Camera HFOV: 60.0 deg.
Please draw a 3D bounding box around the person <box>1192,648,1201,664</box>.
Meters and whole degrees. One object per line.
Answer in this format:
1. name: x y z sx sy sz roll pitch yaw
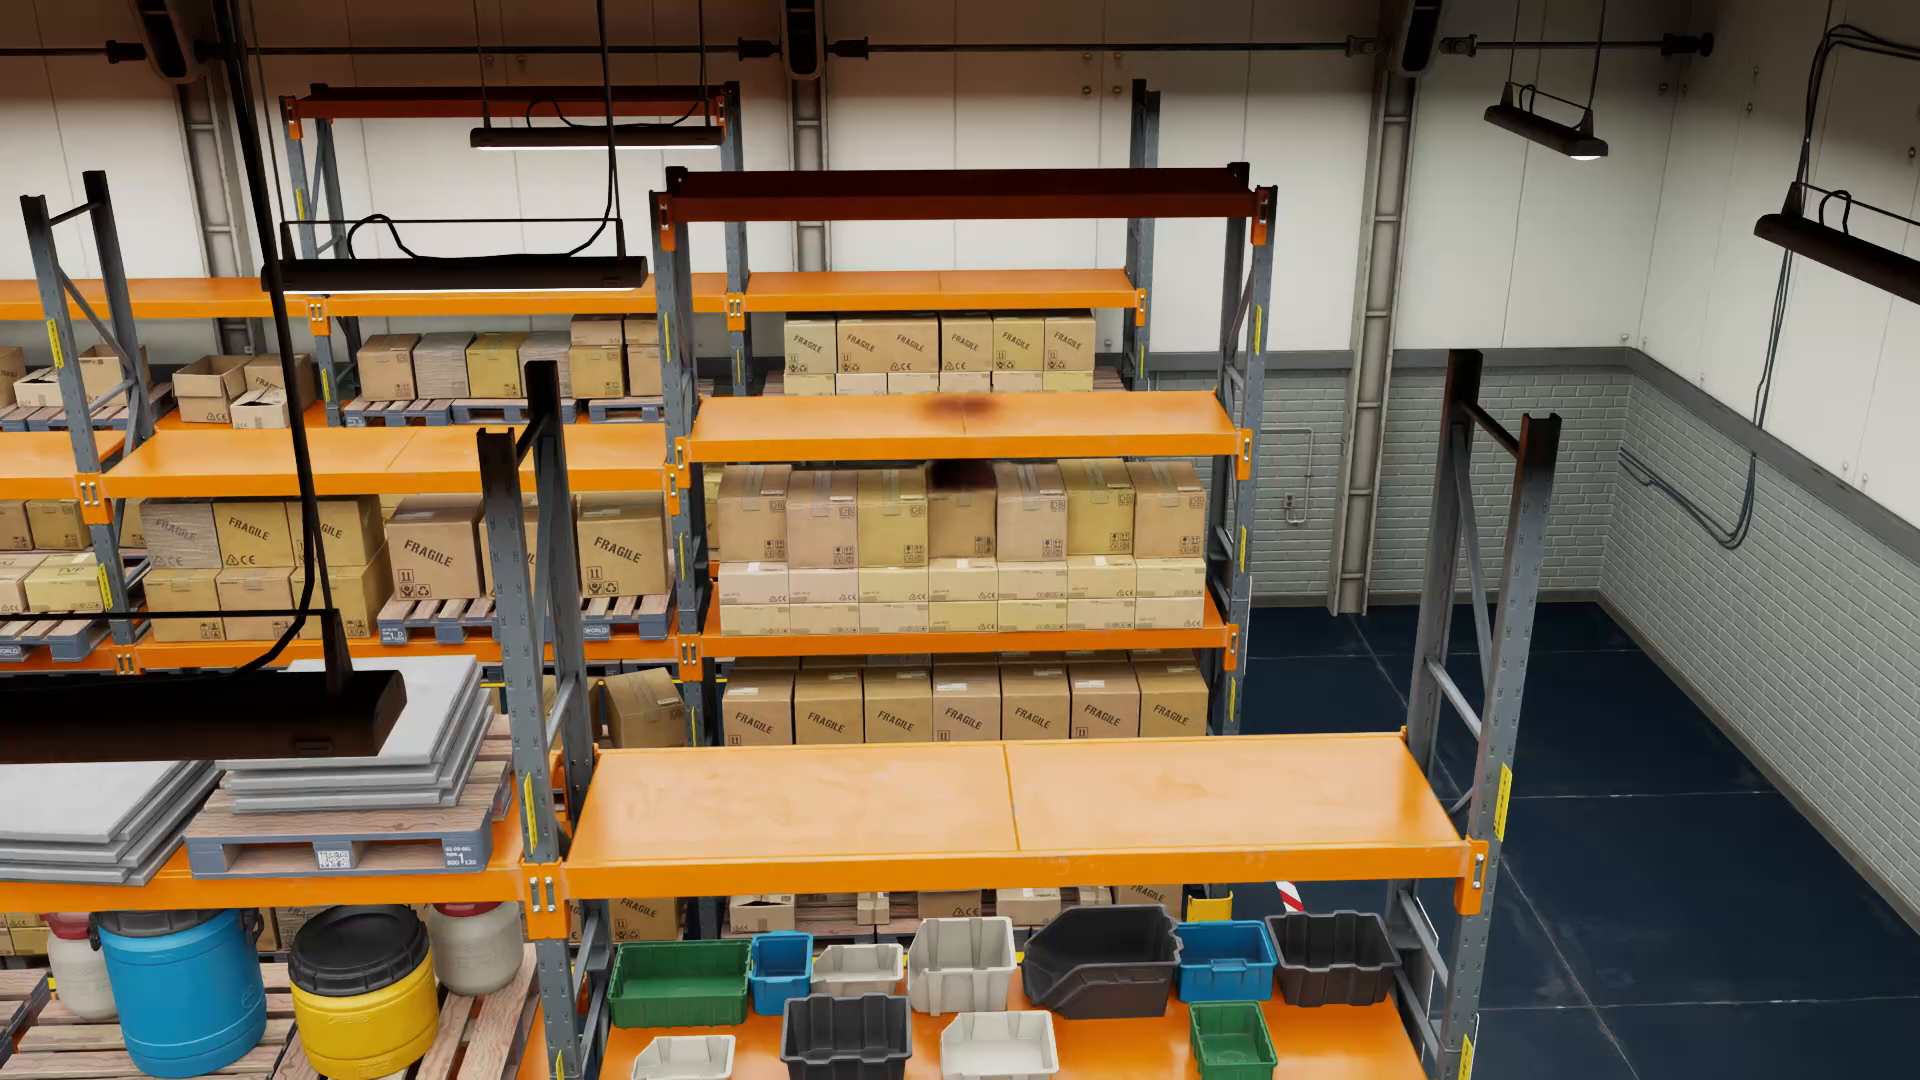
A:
1. person: 1.929 1.208 15.828 1.047 1.716 0.556 -2 22 -5
